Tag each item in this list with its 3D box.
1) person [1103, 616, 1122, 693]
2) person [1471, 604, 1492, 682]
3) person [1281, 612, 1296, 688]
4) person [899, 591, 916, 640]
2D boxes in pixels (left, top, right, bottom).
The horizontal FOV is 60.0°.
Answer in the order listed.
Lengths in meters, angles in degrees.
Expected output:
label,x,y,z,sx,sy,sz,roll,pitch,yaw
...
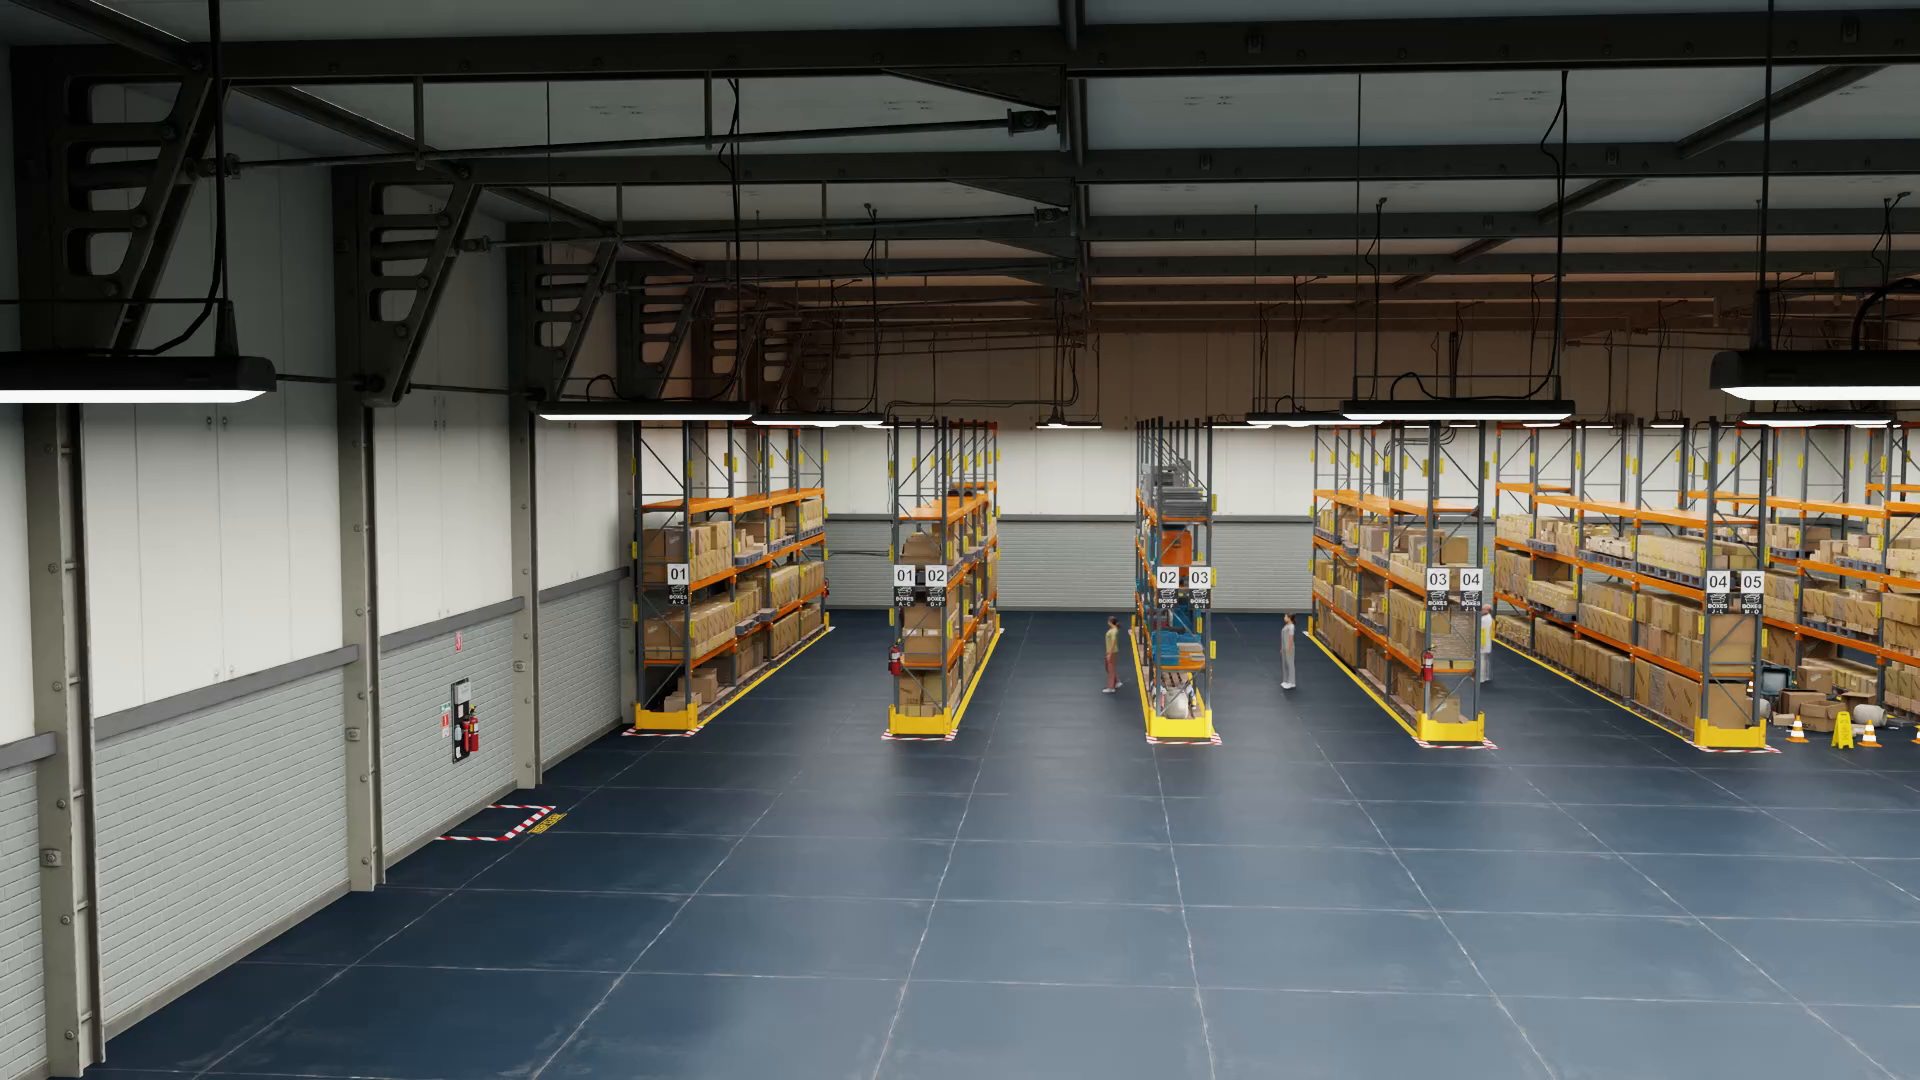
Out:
label,x,y,z,sx,sy,sz,roll,pitch,yaw
person,3.354,2.498,36.564,0.441,1.684,0.536,0,4,2
person,11.945,2.358,38.038,0.461,1.781,0.593,2,4,26
person,7.358,2.455,37.312,0.425,1.678,0.506,-1,4,-15
person,-1.475,1.887,45.093,0.579,1.712,1.050,0,4,3
